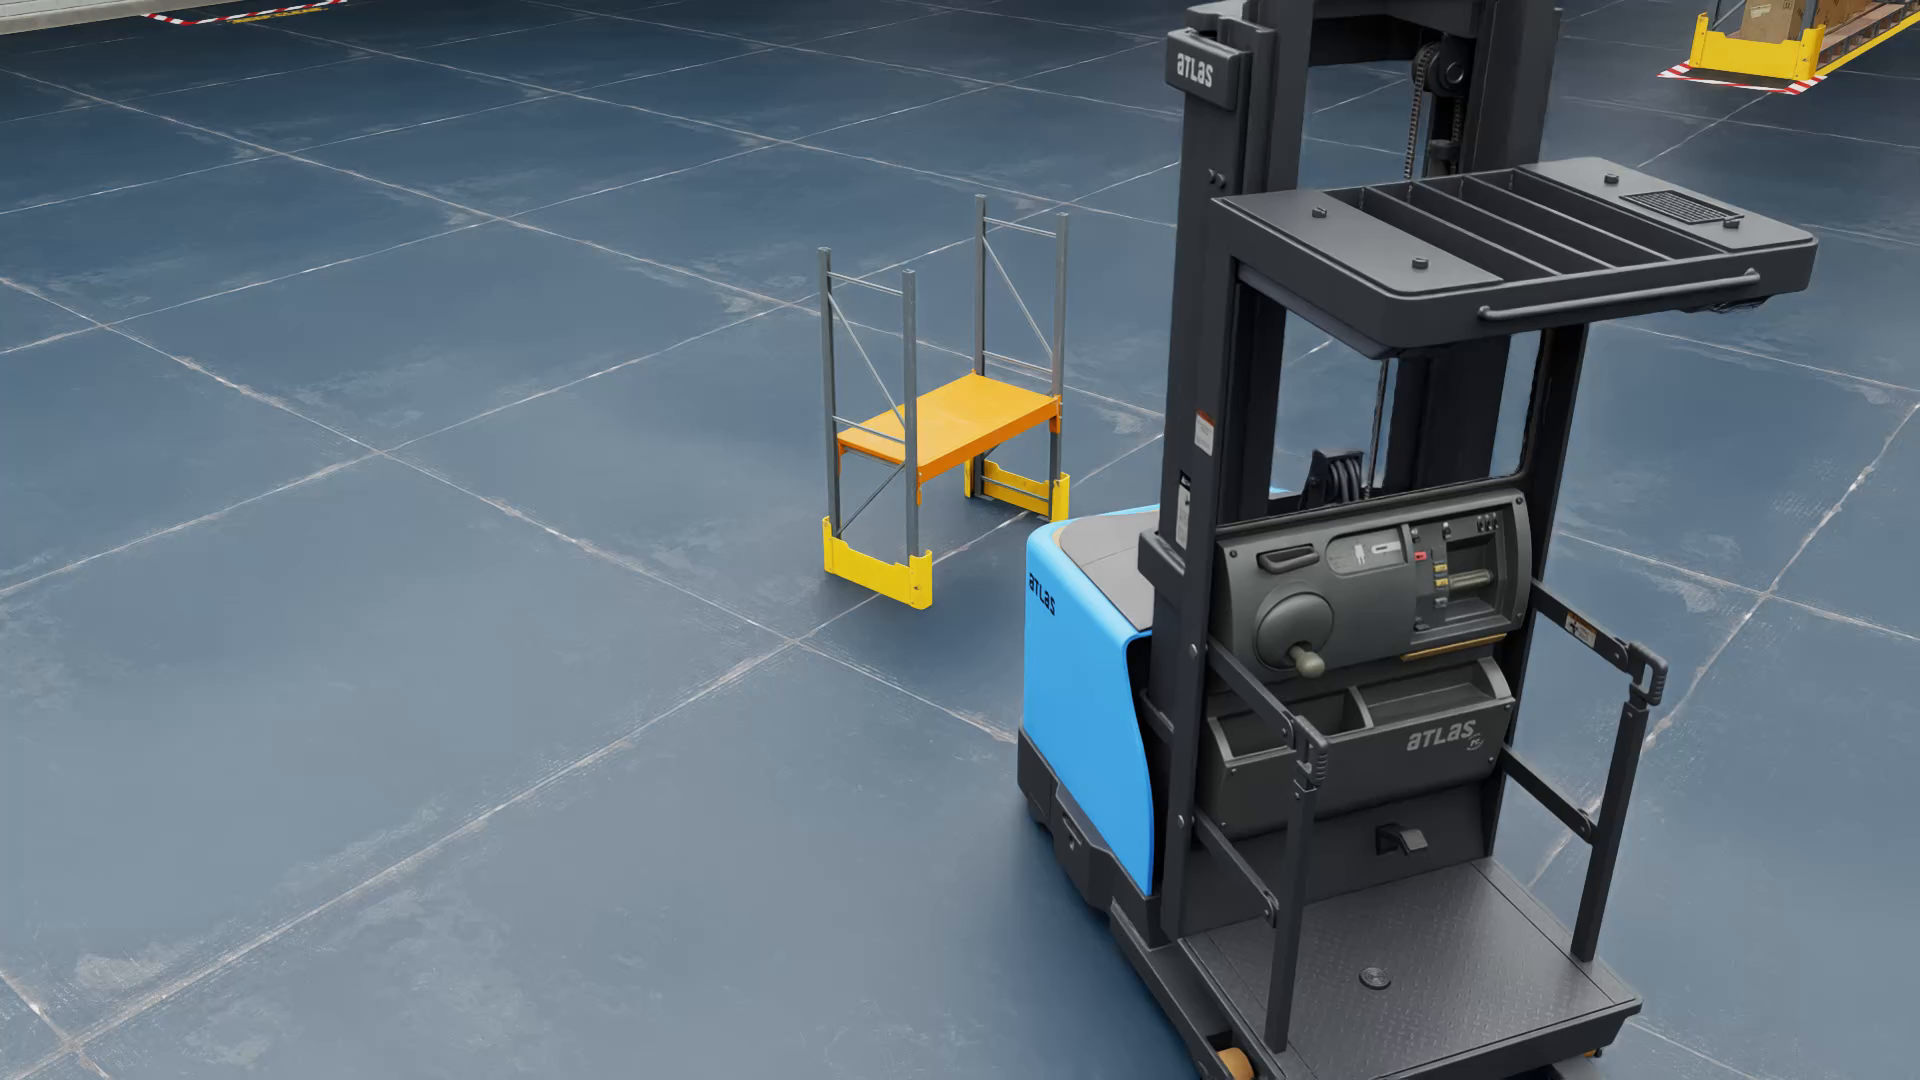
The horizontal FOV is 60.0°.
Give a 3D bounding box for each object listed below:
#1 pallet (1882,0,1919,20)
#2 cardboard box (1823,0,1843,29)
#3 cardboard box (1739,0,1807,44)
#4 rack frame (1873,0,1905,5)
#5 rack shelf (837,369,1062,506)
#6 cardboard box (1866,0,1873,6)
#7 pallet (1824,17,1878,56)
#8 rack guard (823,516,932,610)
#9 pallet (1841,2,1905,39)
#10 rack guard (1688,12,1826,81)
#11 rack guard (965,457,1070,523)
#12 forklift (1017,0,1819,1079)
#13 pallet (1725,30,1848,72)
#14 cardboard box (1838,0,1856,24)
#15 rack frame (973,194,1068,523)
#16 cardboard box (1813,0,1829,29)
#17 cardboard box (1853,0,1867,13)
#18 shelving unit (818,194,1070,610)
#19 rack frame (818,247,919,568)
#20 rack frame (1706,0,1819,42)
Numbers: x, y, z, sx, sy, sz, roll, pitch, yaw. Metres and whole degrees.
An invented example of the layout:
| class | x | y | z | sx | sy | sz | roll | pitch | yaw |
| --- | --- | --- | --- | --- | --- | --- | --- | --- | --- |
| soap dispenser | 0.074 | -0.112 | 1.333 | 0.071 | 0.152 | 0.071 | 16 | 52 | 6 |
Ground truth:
| class | x | y | z | sx | sy | sz | roll | pitch | yaw |
| --- | --- | --- | --- | --- | --- | --- | --- | --- | --- |
| pallet | 11.091 | -6.570 | 20.220 | 1.003 | 0.211 | 1.213 | 21 | 34 | 34 |
| cardboard box | 9.230 | -5.845 | 18.047 | 0.500 | 0.500 | 0.500 | 25 | 36 | 39 |
| cardboard box | 8.463 | -5.406 | 17.199 | 0.500 | 0.500 | 0.500 | -21 | 34 | -35 |
| rack frame | 10.597 | -7.532 | 19.044 | 1.000 | 3.000 | 0.127 | 21 | 34 | 34 |
| rack shelf | -0.054 | -0.476 | 7.430 | 0.538 | 0.185 | 1.000 | 21 | 34 | 34 |
| cardboard box | 10.312 | -6.478 | 19.271 | 0.500 | 0.500 | 0.500 | 20 | 33 | 33 |
| pallet | 9.421 | -5.610 | 18.365 | 1.003 | 0.211 | 1.213 | 21 | 34 | 34 |
| rack guard | -0.365 | 0.093 | 7.299 | 0.587 | 0.250 | 0.087 | 21 | 34 | 34 |
| pallet | 10.197 | -6.045 | 19.205 | 1.003 | 0.211 | 1.213 | 21 | 34 | 34 |
| rack guard | 8.101 | -5.030 | 16.929 | 1.175 | 0.500 | 0.348 | 21 | 34 | 34 |
| rack guard | 0.268 | -0.261 | 7.982 | 0.587 | 0.250 | 0.087 | 21 | 34 | 34 |
| forklift | 1.198 | 0.159 | 4.253 | 1.130 | 2.935 | 3.031 | -10 | 29 | -18 |
| pallet | 8.645 | -5.180 | 17.533 | 1.003 | 0.211 | 1.213 | 21 | 34 | 34 |
| cardboard box | 9.619 | -6.029 | 18.404 | 0.500 | 0.500 | 0.500 | 17 | 32 | 30 |
| rack frame | 0.269 | -0.816 | 7.695 | 0.500 | 1.500 | 0.032 | 21 | 34 | 34 |
| cardboard box | 8.817 | -5.628 | 17.628 | 0.500 | 0.500 | 0.500 | -18 | 32 | -31 |
| cardboard box | 9.953 | -6.273 | 18.874 | 0.500 | 0.500 | 0.500 | -16 | 31 | -28 |
| shelving unit | -0.048 | -0.639 | 7.353 | 0.587 | 1.500 | 1.083 | 21 | 34 | 34 |
| rack frame | -0.378 | -0.456 | 6.999 | 0.500 | 1.500 | 0.032 | 21 | 34 | 34 |
| rack frame | 8.053 | -6.113 | 16.303 | 1.000 | 3.000 | 0.127 | 21 | 34 | 34 |
